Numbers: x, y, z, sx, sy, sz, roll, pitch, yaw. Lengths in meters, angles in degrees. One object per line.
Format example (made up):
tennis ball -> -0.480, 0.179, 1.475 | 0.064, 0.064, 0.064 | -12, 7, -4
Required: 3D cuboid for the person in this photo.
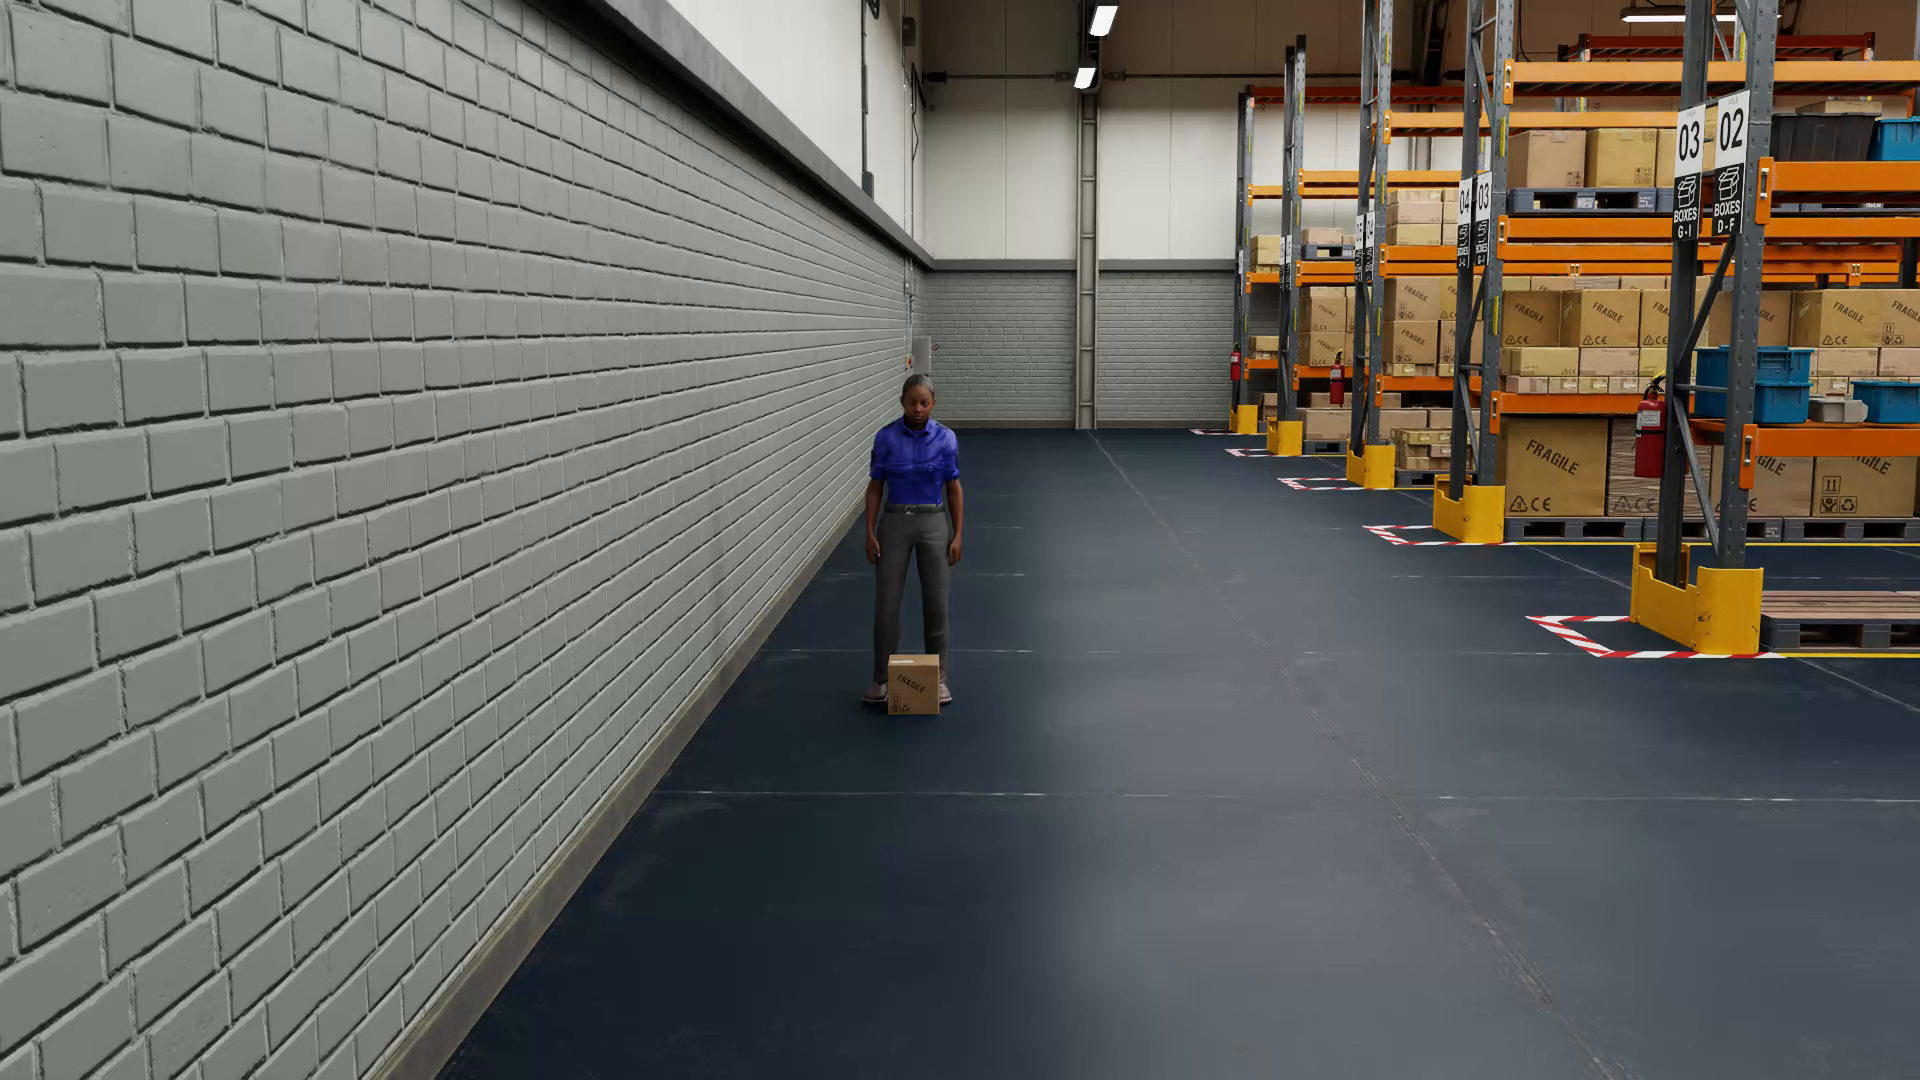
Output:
person -> -0.238, -0.011, 8.382 | 0.510, 1.654, 0.348 | 0, 7, -1
